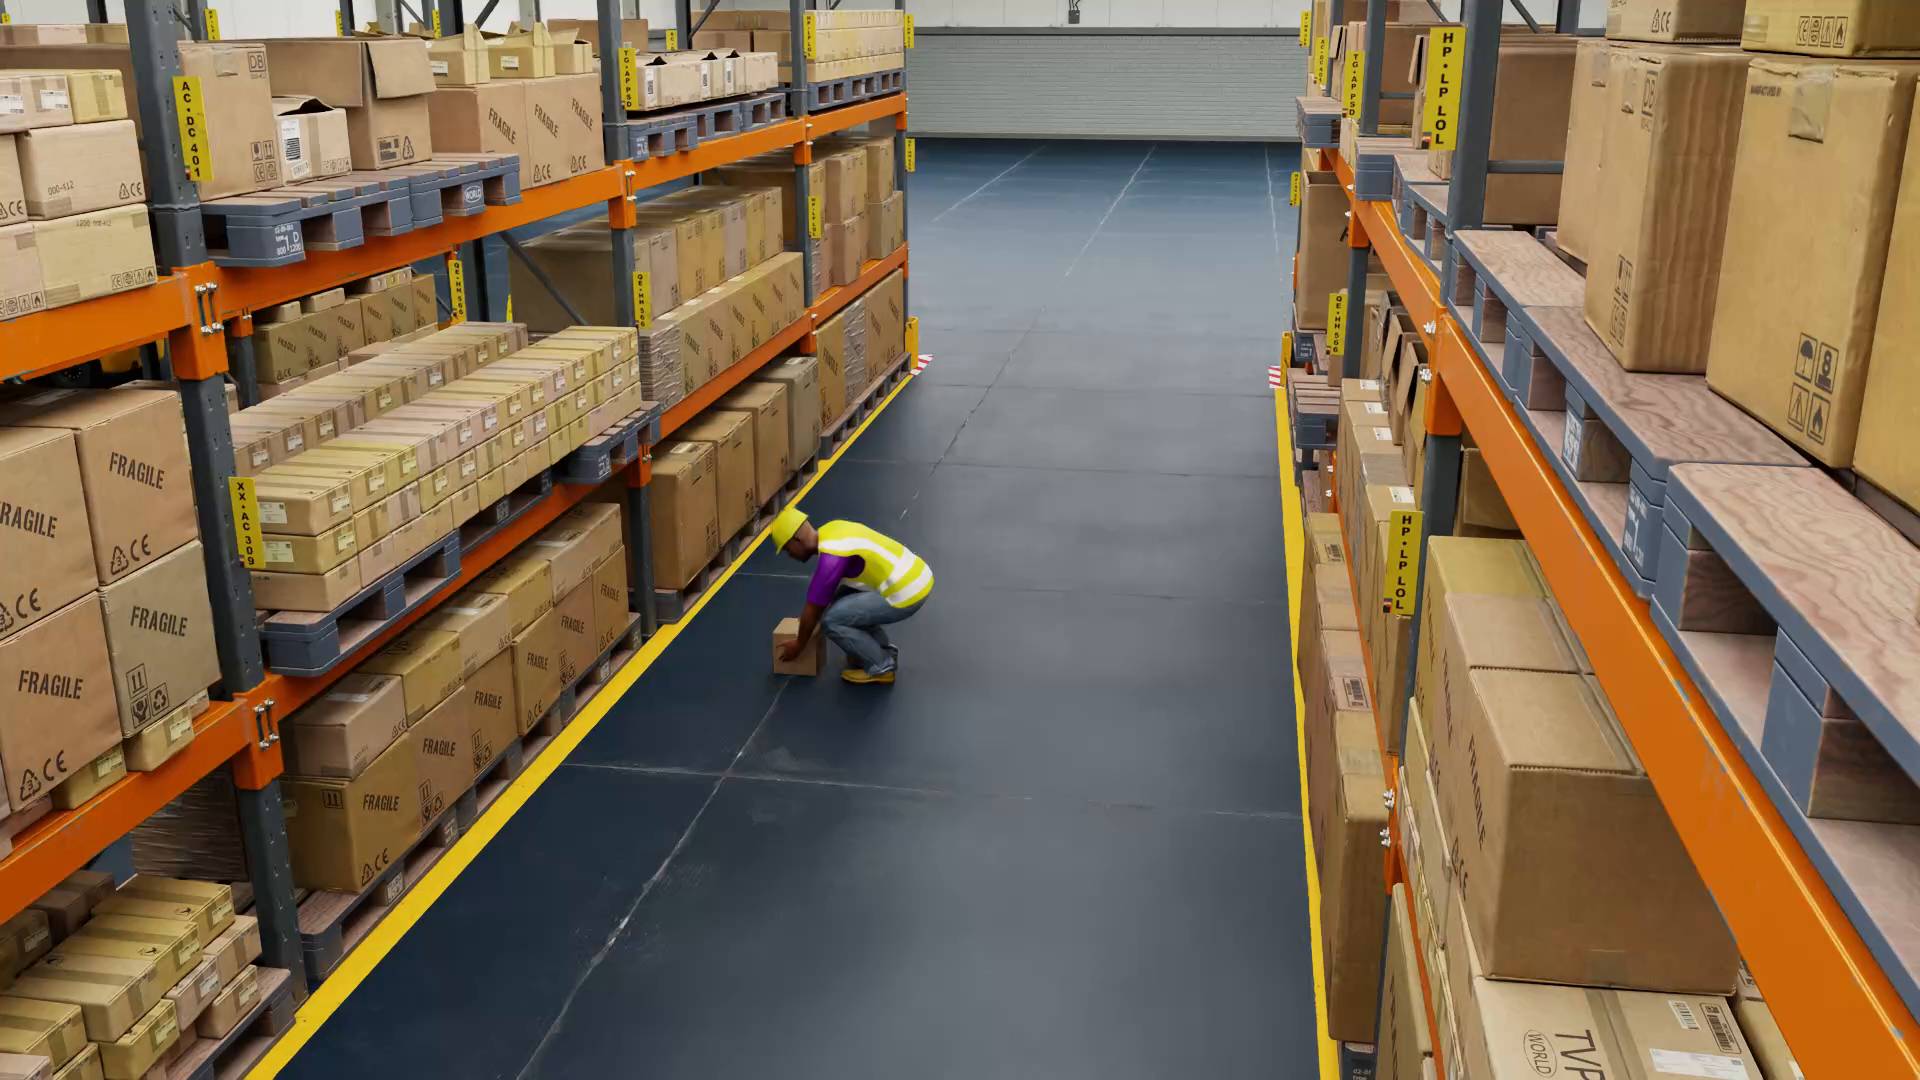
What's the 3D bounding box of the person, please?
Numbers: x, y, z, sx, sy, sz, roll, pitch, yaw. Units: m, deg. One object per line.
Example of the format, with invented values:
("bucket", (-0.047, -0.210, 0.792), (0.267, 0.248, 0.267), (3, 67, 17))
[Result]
("person", (-0.606, 0.305, 9.366), (0.892, 0.976, 0.581), (3, 18, 9))
